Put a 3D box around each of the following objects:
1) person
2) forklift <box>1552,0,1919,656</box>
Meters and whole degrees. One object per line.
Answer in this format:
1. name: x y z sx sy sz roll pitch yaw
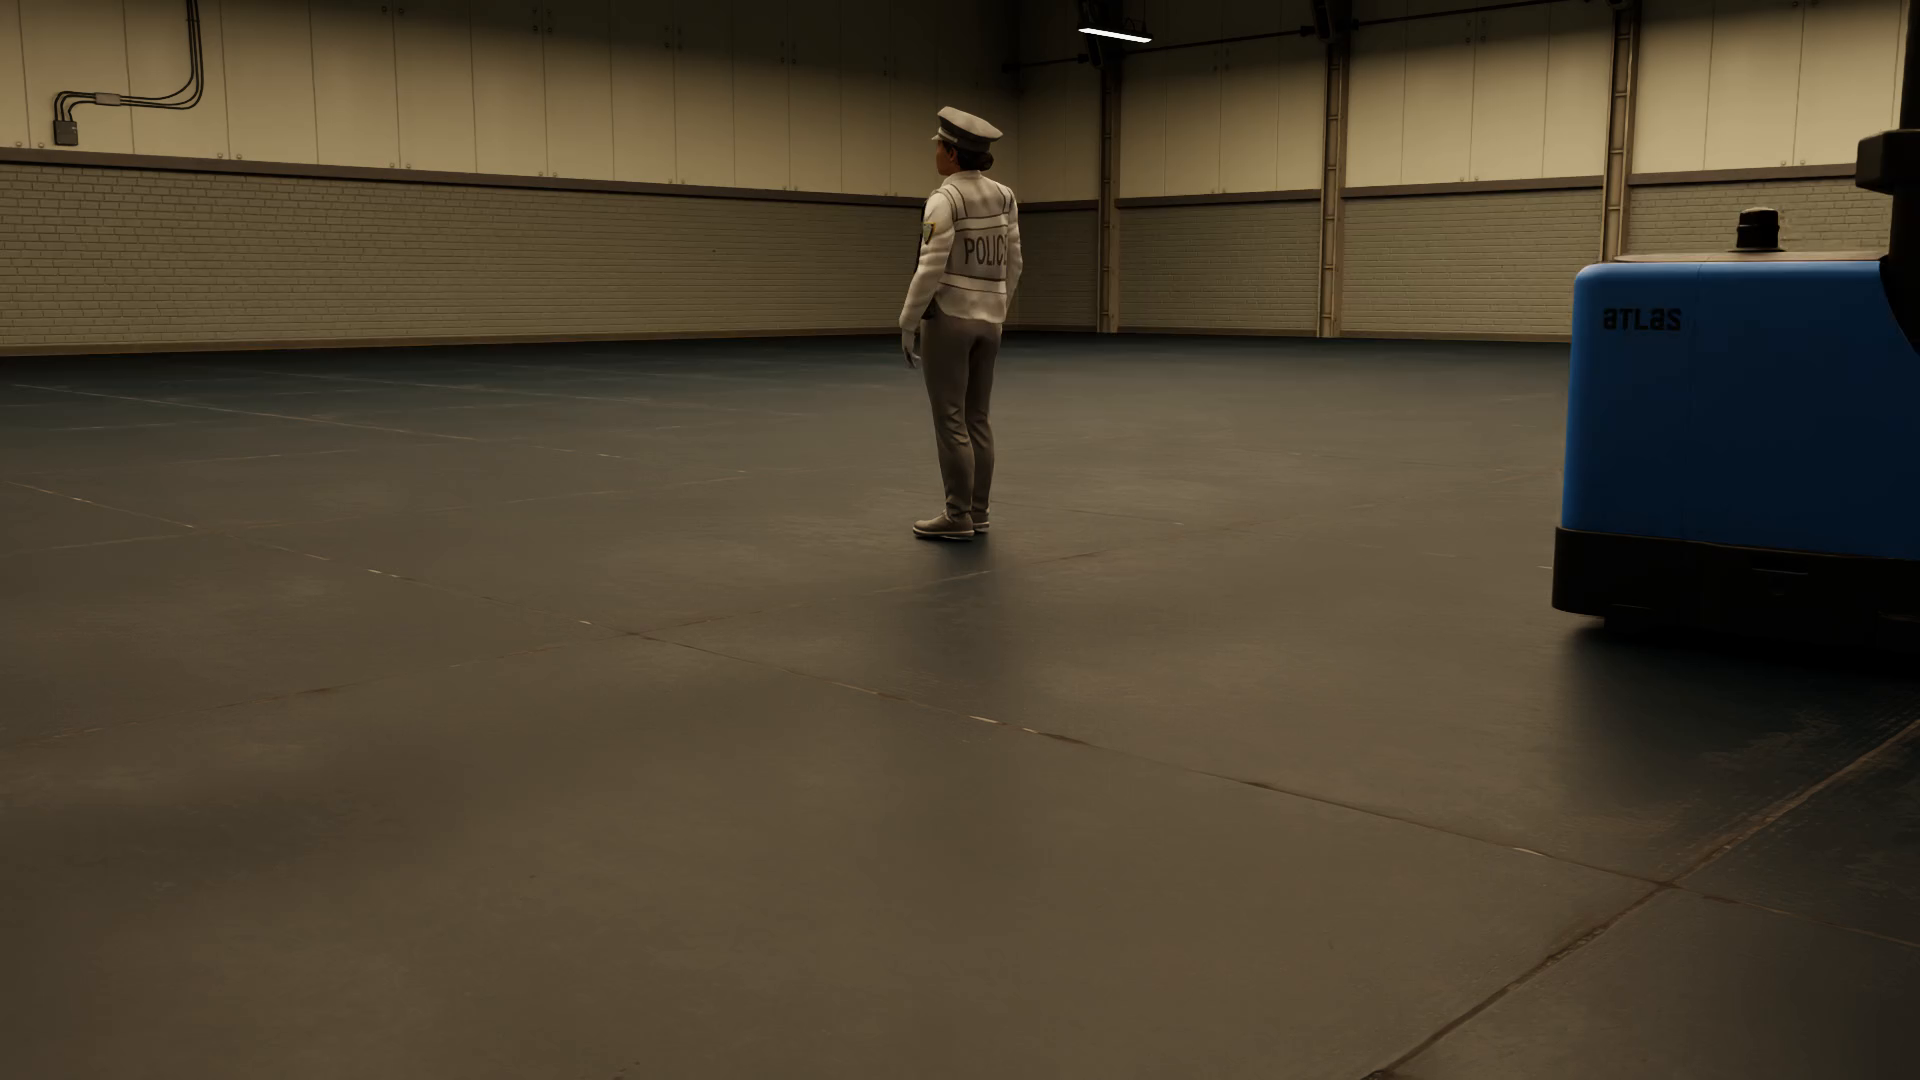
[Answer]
1. person: -0.045 -0.853 6.642 0.530 1.694 0.587 8 12 43
2. forklift: 3.224 -1.097 4.160 3.031 2.935 1.130 7 11 37
